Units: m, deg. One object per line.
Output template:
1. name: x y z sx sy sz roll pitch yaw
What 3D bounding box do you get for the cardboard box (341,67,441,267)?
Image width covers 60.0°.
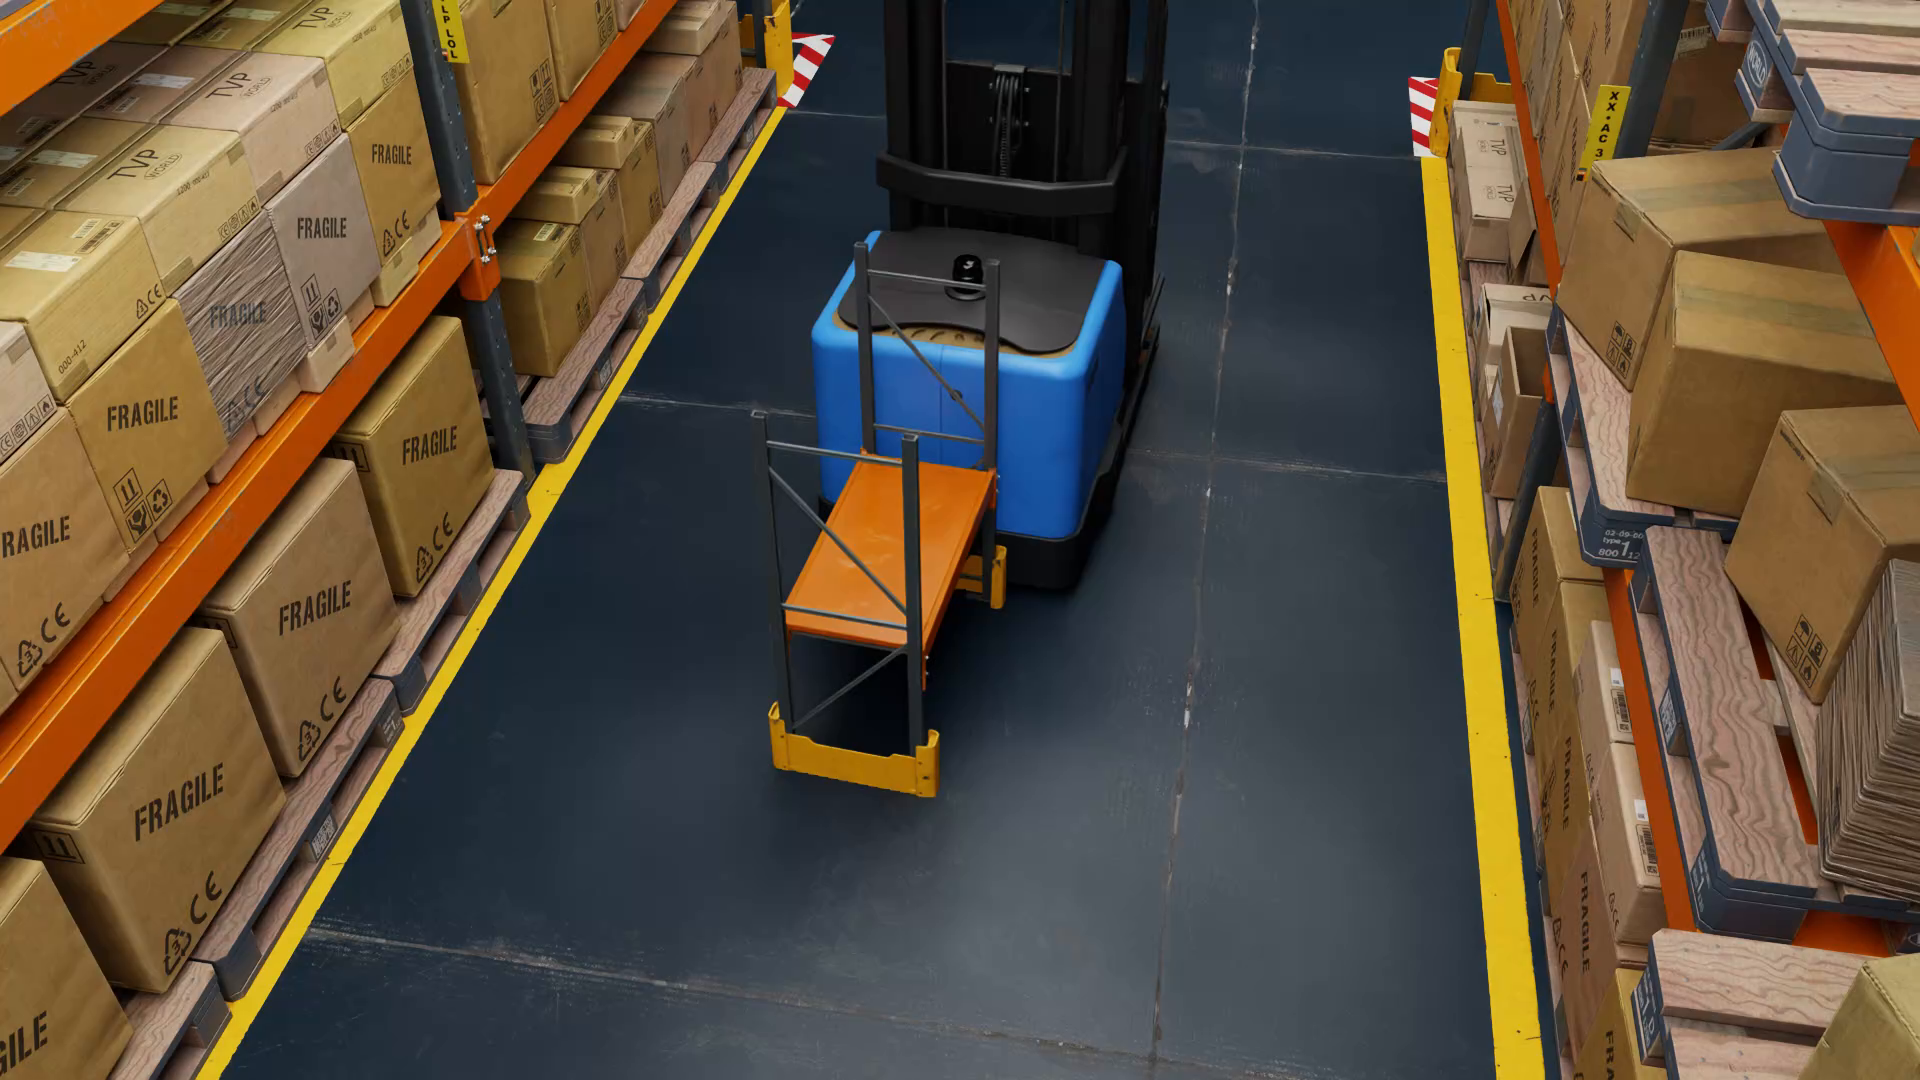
1. cardboard box: -2.135 -1.282 5.620 0.500 0.500 0.500 6 40 7

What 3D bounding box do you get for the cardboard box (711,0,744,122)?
1. cardboard box: -1.634 -2.698 9.291 0.700 0.500 0.500 6 40 8

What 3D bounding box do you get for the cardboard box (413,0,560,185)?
1. cardboard box: -2.193 -1.893 6.451 0.980 0.700 0.700 7 40 8

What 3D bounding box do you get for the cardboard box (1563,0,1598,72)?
1. cardboard box: 2.495 -1.987 5.936 0.500 0.500 0.500 6 40 7

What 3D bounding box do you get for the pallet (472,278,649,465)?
1. pallet: -2.094 -0.833 7.592 1.003 0.211 1.213 6 40 8

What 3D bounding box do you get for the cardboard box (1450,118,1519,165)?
1. cardboard box: 2.814 -2.101 8.816 0.380 0.166 0.250 6 40 8

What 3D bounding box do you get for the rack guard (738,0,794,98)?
1. rack guard: -1.607 -3.001 9.988 1.175 0.500 0.348 6 40 8

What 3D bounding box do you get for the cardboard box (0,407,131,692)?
1. cardboard box: -2.472 -0.005 4.075 0.500 0.500 0.500 6 40 7

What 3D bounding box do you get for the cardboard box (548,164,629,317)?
1. cardboard box: -1.983 -1.411 7.734 0.700 0.500 0.500 6 40 7

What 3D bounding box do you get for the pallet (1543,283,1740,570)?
1. pallet: 2.331 -0.332 4.948 1.003 0.211 1.213 6 40 8

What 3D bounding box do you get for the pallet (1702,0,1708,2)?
1. pallet: 2.395 -1.577 4.097 1.213 0.211 1.003 6 40 8

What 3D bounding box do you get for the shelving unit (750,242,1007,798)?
1. shelving unit: -0.236 -0.072 5.660 0.587 1.500 1.083 9 40 11

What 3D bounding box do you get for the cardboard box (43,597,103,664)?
1. cardboard box: -2.515 0.169 4.373 0.380 0.149 0.250 7 40 8

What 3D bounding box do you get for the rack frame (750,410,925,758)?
1. rack frame: -0.365 0.247 5.274 0.500 1.500 0.032 9 40 11

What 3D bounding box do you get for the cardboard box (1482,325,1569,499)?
1. cardboard box: 2.396 -0.490 6.605 0.500 0.500 0.500 6 40 8

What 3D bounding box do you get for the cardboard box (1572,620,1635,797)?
1. cardboard box: 2.080 0.514 4.802 0.500 0.250 0.500 6 40 8

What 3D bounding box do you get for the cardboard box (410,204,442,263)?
1. cardboard box: -2.083 -1.107 5.916 0.380 0.149 0.250 7 40 8

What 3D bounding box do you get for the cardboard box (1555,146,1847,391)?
1. cardboard box: 2.274 -0.823 4.983 0.700 0.500 0.500 -6 40 -7

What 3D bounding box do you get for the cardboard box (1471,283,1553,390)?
1. cardboard box: 2.525 -0.888 7.235 0.500 0.311 0.500 6 40 8

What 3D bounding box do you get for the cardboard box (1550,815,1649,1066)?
1. cardboard box: 1.990 1.141 4.632 0.500 0.500 0.500 5 40 6

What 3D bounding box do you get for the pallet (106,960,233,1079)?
1. pallet: -2.785 1.659 4.577 1.003 0.211 1.213 6 40 8

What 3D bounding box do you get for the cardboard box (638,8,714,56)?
1. cardboard box: -1.520 -2.686 8.768 0.380 0.149 0.250 7 40 9

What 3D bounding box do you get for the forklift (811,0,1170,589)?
1. forklift: 0.306 -1.888 6.733 1.130 2.935 3.031 9 40 11

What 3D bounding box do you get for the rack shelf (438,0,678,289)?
1. rack shelf: -1.957 -2.417 7.884 1.077 0.370 4.000 6 40 8

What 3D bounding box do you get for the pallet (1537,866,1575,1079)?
1. pallet: 2.264 1.462 4.816 1.003 0.211 1.213 6 40 8

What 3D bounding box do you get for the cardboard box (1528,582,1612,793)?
1. cardboard box: 2.171 0.511 5.394 0.500 0.500 0.500 7 40 8

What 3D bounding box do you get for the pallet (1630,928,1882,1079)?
1. pallet: 1.932 1.256 3.027 1.213 0.211 1.003 6 40 8

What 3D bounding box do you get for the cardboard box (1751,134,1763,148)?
1. cardboard box: 2.933 -1.224 5.797 0.500 0.500 0.500 7 40 9

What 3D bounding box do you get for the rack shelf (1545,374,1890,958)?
1. rack shelf: 2.230 0.637 4.190 1.077 0.370 4.000 6 40 8

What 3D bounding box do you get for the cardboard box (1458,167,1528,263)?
1. cardboard box: 2.722 -1.578 8.117 0.500 0.250 0.500 6 40 8

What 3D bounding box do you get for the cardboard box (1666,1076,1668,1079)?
1. cardboard box: 1.821 1.471 3.644 0.500 0.250 0.500 8 40 9

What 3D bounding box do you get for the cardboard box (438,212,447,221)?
1. cardboard box: -2.293 -1.277 7.063 0.380 0.149 0.250 6 40 7

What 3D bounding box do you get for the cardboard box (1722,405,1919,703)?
1. cardboard box: 2.332 0.020 3.964 0.700 0.500 0.500 -3 40 -4

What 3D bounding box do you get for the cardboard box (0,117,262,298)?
1. cardboard box: -2.318 -0.928 4.602 0.500 0.250 0.500 7 40 9

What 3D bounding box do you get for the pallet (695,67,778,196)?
1. pallet: -1.672 -2.364 9.444 1.003 0.211 1.213 6 40 8

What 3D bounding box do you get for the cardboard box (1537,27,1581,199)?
1. cardboard box: 2.498 -1.599 6.252 0.500 0.500 0.500 7 40 9

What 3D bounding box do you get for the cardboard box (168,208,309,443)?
1. cardboard box: -2.309 -0.647 4.851 0.500 0.500 0.500 6 40 8

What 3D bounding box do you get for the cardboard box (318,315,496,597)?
1. cardboard box: -2.288 -0.350 6.177 0.750 0.750 0.750 7 40 8

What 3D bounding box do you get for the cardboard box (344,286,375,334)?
1. cardboard box: -2.192 -0.788 5.531 0.380 0.149 0.250 8 40 9

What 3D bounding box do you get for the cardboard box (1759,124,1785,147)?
1. cardboard box: 2.935 -1.584 5.448 0.500 0.500 0.500 7 40 9

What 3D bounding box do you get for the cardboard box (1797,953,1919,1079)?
1. cardboard box: 1.882 1.007 2.770 0.700 0.500 0.500 -6 40 -7

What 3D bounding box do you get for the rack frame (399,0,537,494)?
1. rack frame: -2.303 -1.439 6.137 1.000 3.000 0.127 6 40 8

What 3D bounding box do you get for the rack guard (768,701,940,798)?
1. rack guard: -0.360 0.717 5.686 0.587 0.250 0.087 9 40 11

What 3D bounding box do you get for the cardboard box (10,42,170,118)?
1. cardboard box: -2.723 -1.300 5.052 0.500 0.250 0.500 7 40 8

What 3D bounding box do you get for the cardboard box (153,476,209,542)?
1. cardboard box: -2.403 -0.149 4.757 0.380 0.149 0.250 8 40 9

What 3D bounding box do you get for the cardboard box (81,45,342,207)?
1. cardboard box: -2.230 -1.248 4.989 0.500 0.250 0.500 7 40 9

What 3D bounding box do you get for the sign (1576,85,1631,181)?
1. sign: 2.041 -1.284 5.269 0.100 0.325 0.005 6 40 8

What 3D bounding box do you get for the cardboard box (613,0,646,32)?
1. cardboard box: -1.945 -2.809 7.558 0.980 0.700 0.700 5 40 6

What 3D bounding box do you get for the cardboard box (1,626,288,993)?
1. cardboard box: -2.581 0.742 4.856 0.750 0.750 0.750 6 40 7

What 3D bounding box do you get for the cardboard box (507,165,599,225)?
1. cardboard box: -1.834 -1.540 7.382 0.380 0.149 0.250 8 40 9

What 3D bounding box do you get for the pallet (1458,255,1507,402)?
1. pallet: 2.905 -1.019 7.817 1.003 0.211 1.213 6 40 8

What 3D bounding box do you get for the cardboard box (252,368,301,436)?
1. cardboard box: -2.288 -0.470 5.146 0.380 0.149 0.250 6 40 8

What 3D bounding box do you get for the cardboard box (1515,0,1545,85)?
1. cardboard box: 2.670 -2.242 7.029 0.500 0.500 0.500 7 40 8

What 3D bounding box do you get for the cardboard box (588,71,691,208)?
1. cardboard box: -1.806 -2.068 8.529 0.700 0.500 0.500 5 40 6

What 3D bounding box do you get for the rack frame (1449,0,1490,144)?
1. rack frame: 3.269 -3.406 8.515 1.000 3.000 0.127 6 40 8
